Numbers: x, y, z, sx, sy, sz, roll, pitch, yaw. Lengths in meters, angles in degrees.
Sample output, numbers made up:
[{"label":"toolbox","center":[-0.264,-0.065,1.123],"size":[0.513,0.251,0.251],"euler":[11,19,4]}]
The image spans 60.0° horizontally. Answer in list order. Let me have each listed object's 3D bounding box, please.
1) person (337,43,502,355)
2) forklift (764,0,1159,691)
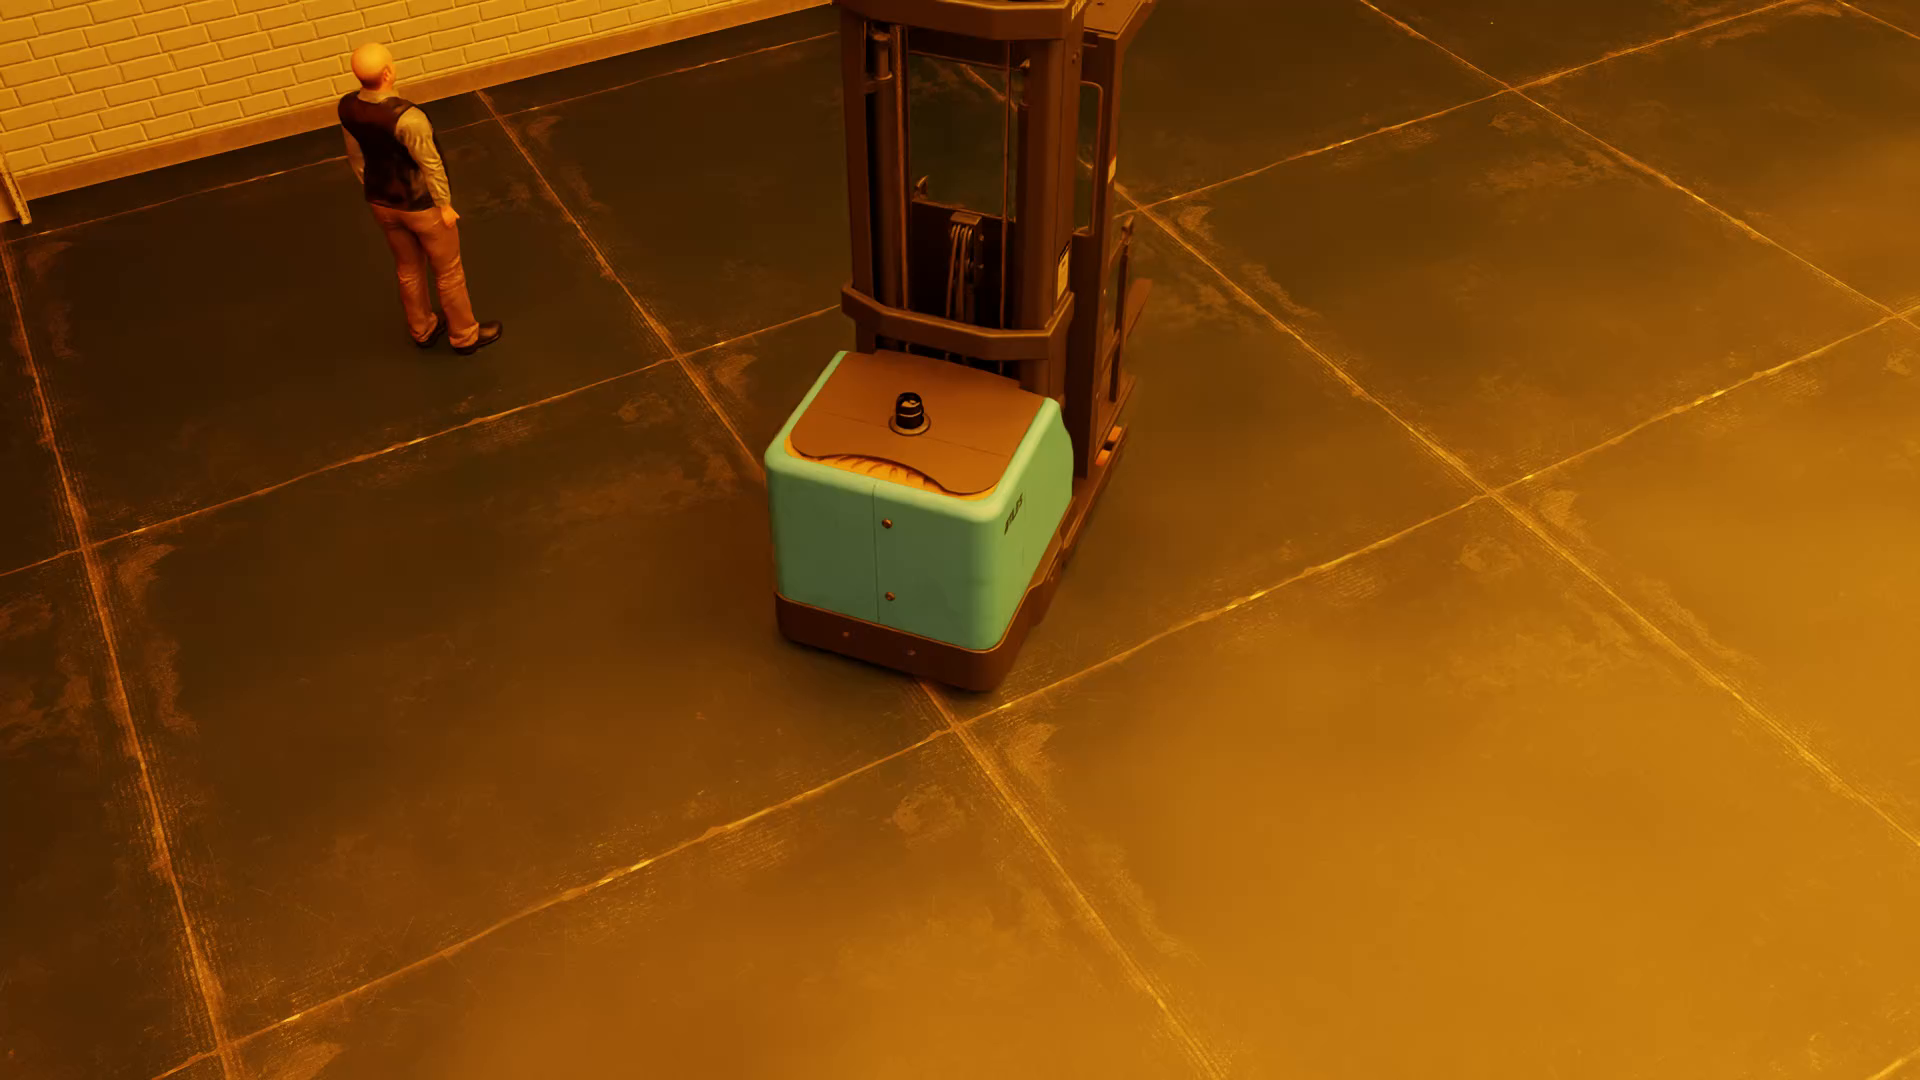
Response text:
[{"label":"person","center":[-2.780,-1.723,8.447],"size":[0.525,1.724,0.374],"euler":[14,45,15]},{"label":"forklift","center":[0.191,-1.447,7.258],"size":[1.130,2.935,3.031],"euler":[14,45,15]}]
